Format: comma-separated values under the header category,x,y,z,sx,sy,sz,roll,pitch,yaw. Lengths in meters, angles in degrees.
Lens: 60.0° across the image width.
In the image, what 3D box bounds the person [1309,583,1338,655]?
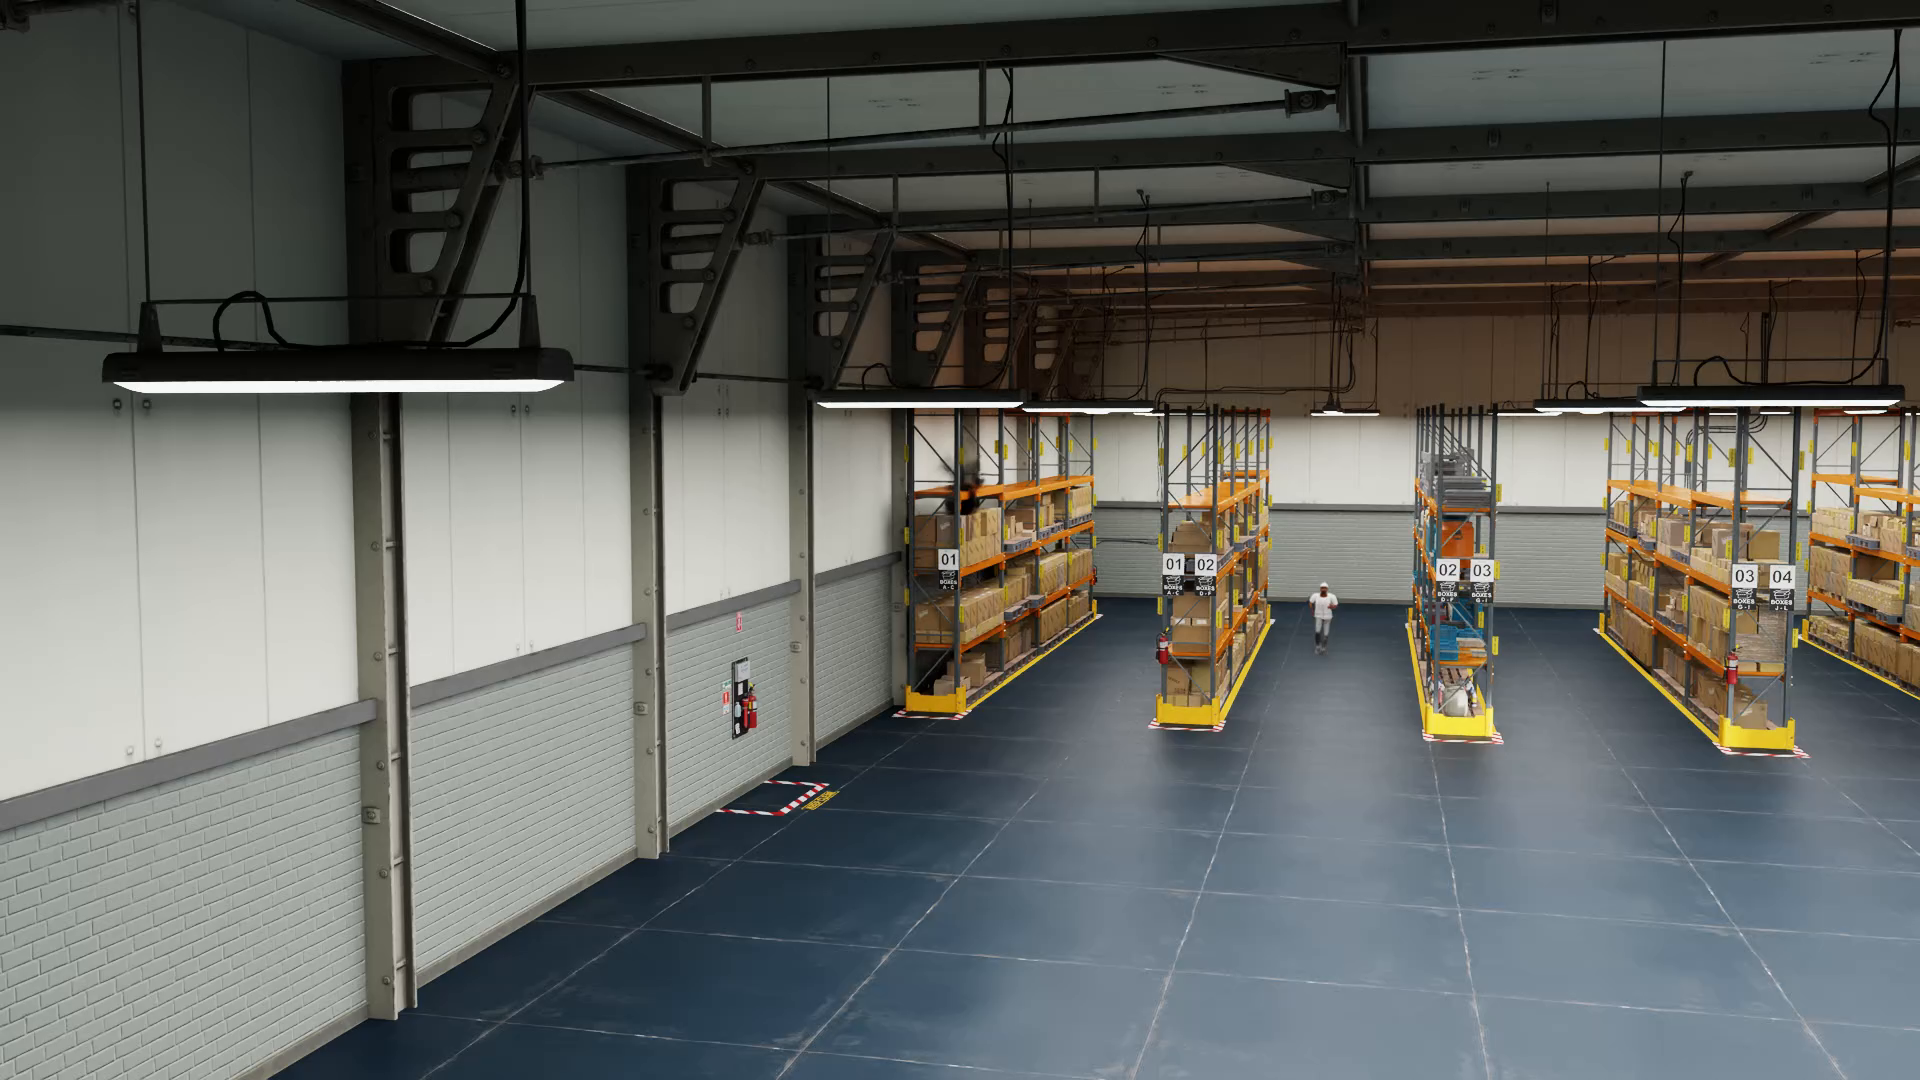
category,x,y,z,sx,sy,sz,roll,pitch,yaw
person,8.839,1.919,40.425,0.683,1.793,0.737,1,4,11

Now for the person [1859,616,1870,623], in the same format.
category,x,y,z,sx,sy,sz,roll,pitch,yaw
person,23.703,1.674,44.067,0.662,1.662,0.874,-1,4,-17
